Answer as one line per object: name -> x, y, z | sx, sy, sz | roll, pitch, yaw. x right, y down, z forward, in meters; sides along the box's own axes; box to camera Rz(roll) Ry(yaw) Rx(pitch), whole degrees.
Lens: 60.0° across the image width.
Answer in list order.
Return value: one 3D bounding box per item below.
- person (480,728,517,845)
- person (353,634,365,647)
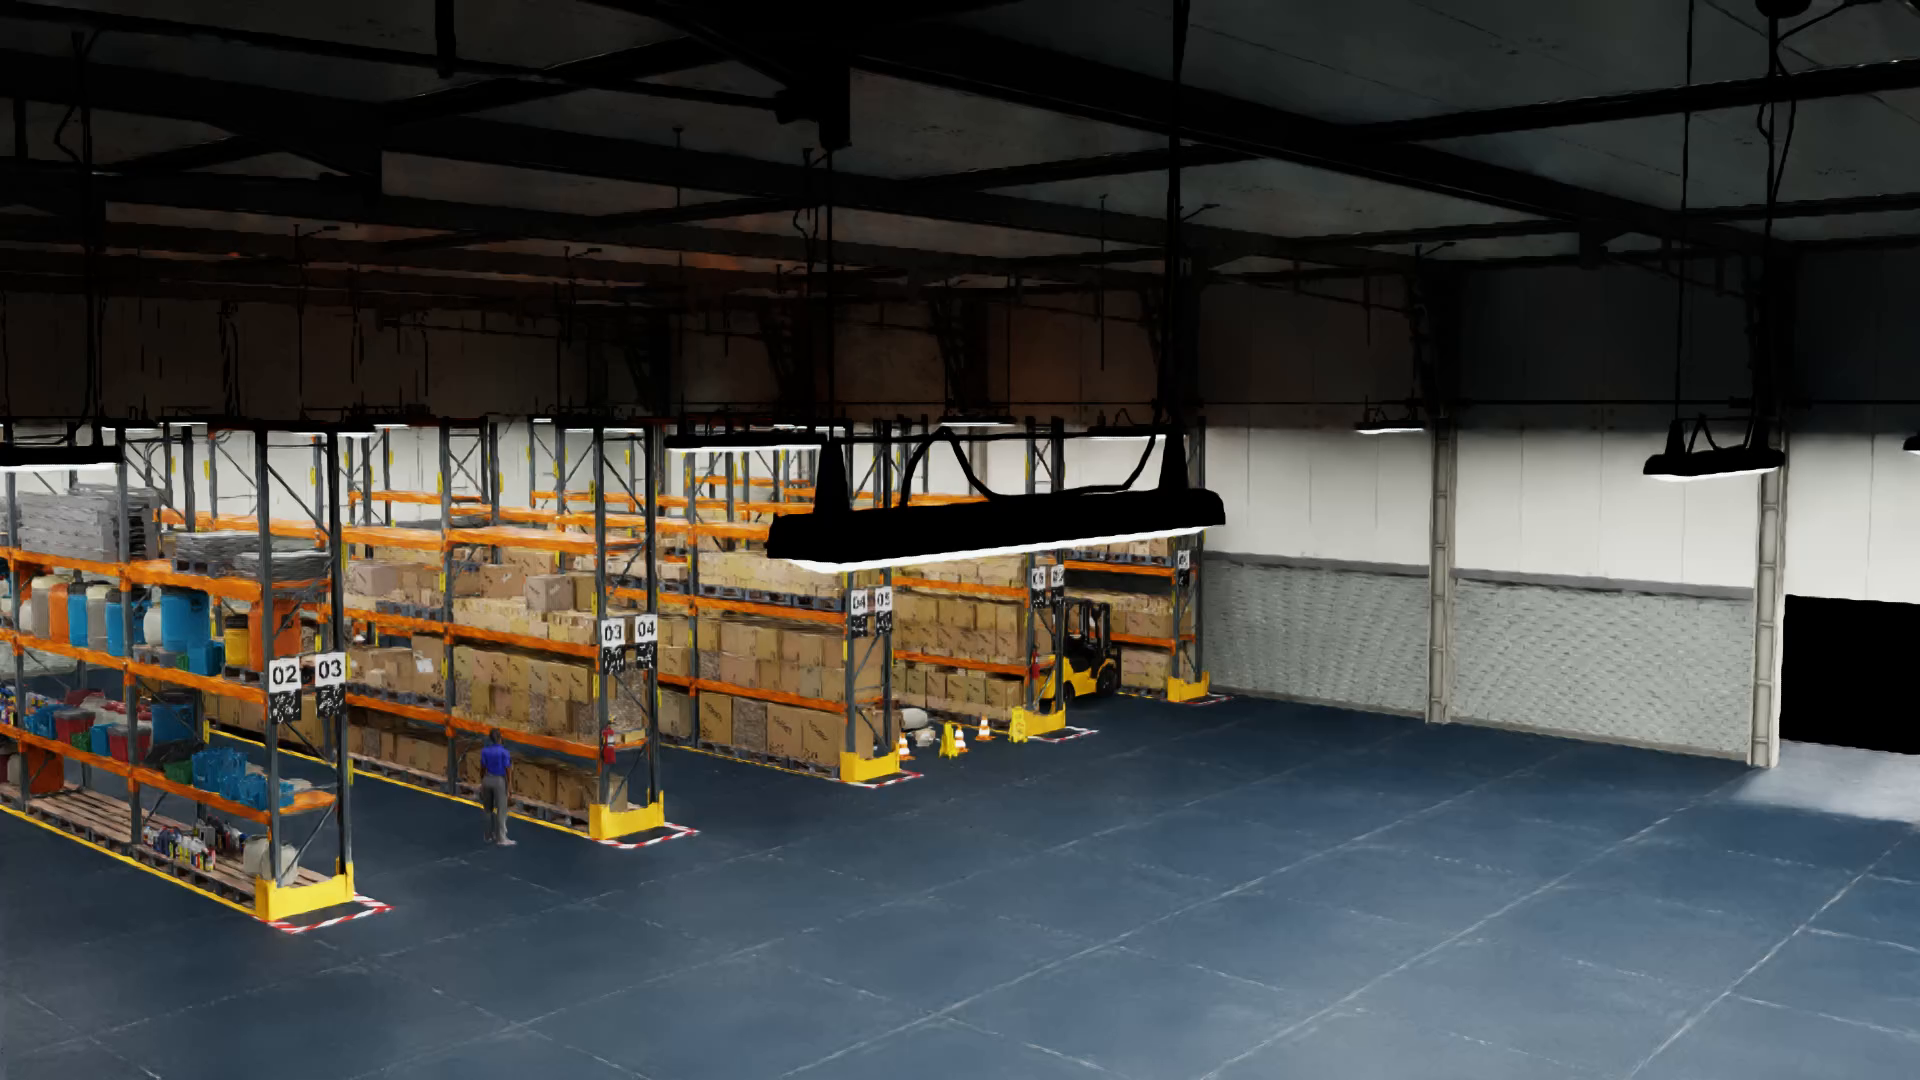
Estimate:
person -> -6.616, 3.511, 23.794 | 0.553, 1.667, 0.437 | 1, 5, 12
person -> -11.969, 2.718, 33.085 | 1.122, 1.706, 0.566 | 4, 7, 43
